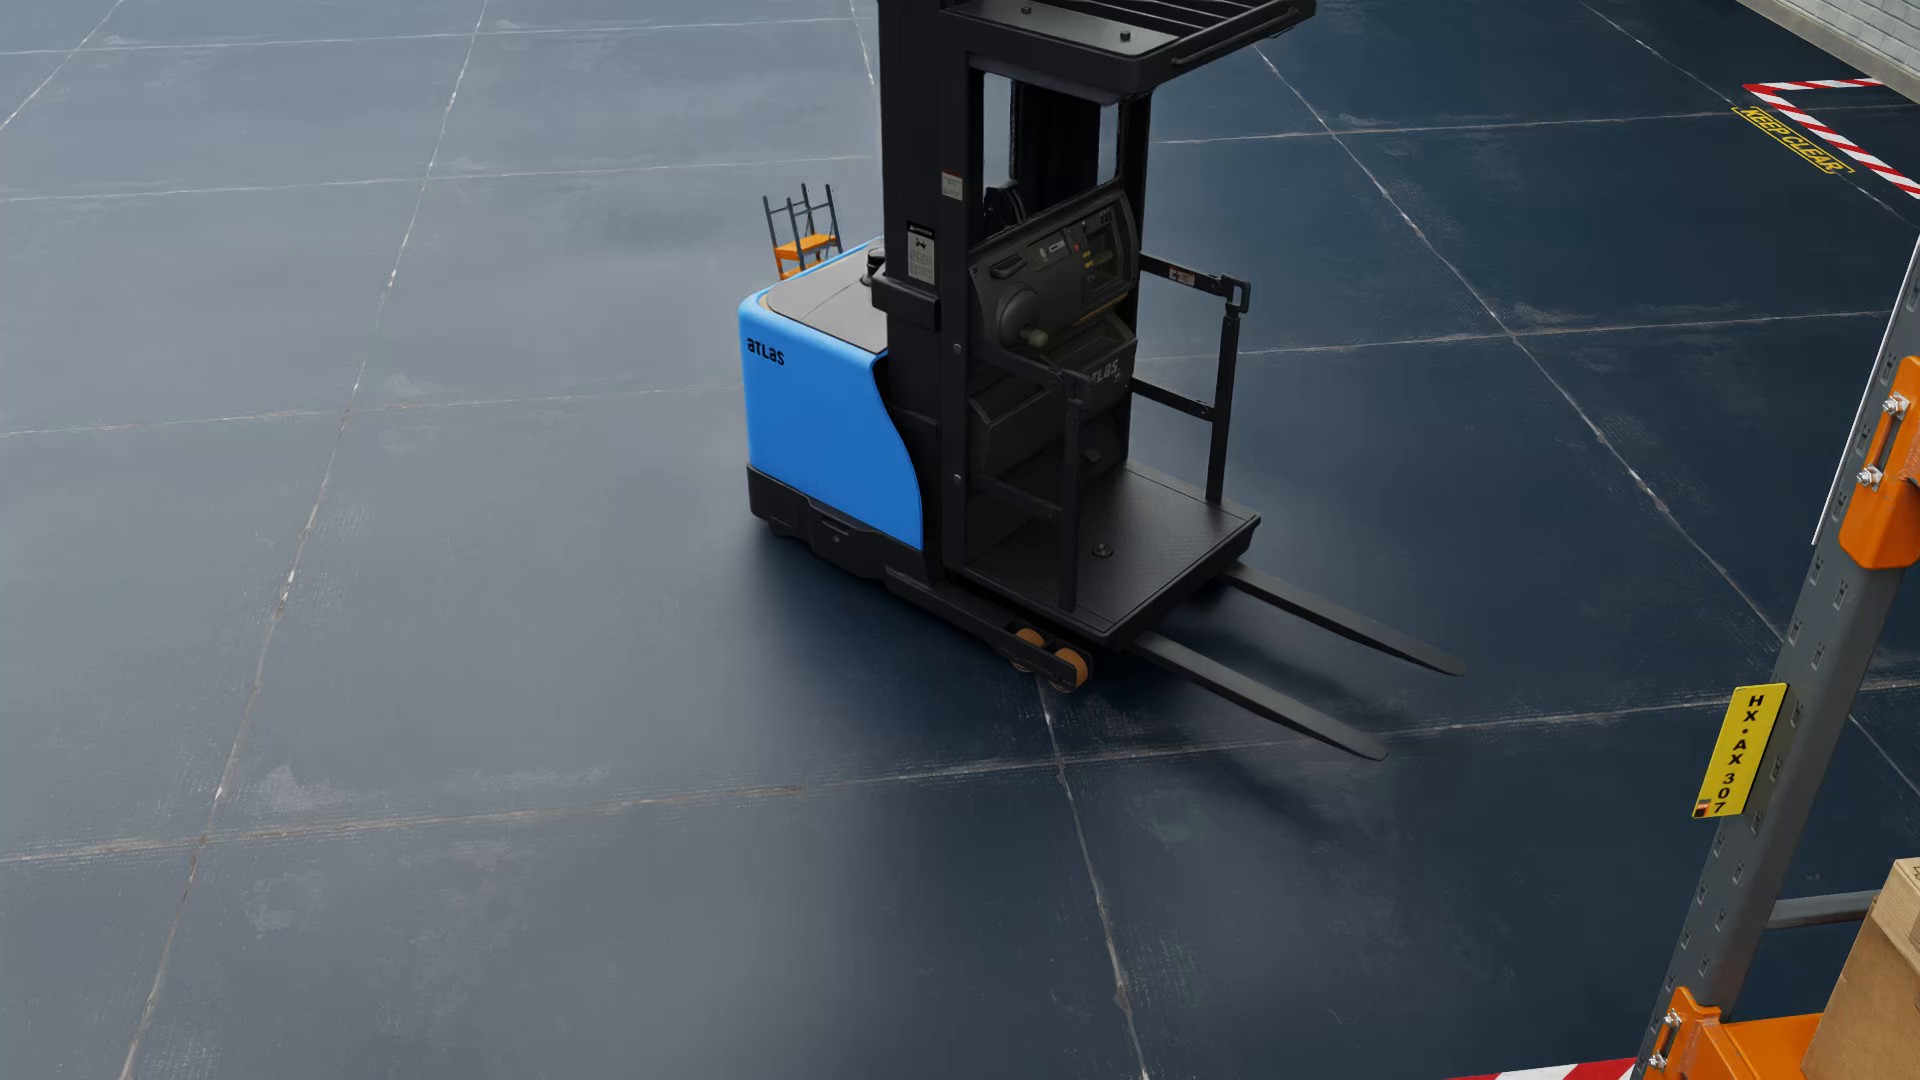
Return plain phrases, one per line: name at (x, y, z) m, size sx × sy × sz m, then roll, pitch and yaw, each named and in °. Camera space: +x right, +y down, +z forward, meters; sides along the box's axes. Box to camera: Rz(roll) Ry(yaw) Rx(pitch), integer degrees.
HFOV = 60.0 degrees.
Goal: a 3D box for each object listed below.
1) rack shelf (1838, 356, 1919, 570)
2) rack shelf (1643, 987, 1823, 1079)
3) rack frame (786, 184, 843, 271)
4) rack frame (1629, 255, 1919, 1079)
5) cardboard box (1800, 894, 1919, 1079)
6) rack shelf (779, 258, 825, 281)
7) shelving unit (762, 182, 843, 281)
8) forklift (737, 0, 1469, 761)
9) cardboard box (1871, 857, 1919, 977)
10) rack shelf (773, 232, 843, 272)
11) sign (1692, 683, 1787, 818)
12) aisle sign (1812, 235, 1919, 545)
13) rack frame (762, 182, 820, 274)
rack shelf at (2.297, 0.929, 1.199) m, size 1.077 × 0.370 × 4.000 m, roll -4°, pitch 35°, yaw -6°
rack shelf at (2.297, 2.168, 2.043) m, size 1.077 × 0.370 × 4.000 m, roll -4°, pitch 35°, yaw -6°
rack frame at (-0.573, -1.005, 7.610) m, size 0.240 × 1.200 × 0.006 m, roll -28°, pitch 29°, yaw -34°
rack frame at (2.031, 0.755, 3.479) m, size 0.949 × 2.616 × 0.053 m, roll -4°, pitch 35°, yaw -6°
cardboard box at (2.078, 0.975, 3.067) m, size 0.700 × 0.500 × 0.500 m, roll -4°, pitch 35°, yaw -6°
rack shelf at (-0.667, -1.199, 7.599) m, size 0.258 × 0.103 × 0.180 m, roll -28°, pitch 29°, yaw -34°
shelving unit at (-0.634, -1.023, 7.676) m, size 0.258 × 1.200 × 0.189 m, roll -28°, pitch 29°, yaw -34°
forklift at (0.520, -0.963, 6.060) m, size 3.031 × 2.935 × 1.130 m, roll 26°, pitch 42°, yaw 33°
cardboard box at (1.867, 0.681, 2.922) m, size 0.380 × 0.149 × 0.250 m, roll -5°, pitch 35°, yaw -7°
rack shelf at (-0.687, -1.308, 7.551) m, size 0.258 × 0.103 × 0.180 m, roll -28°, pitch 29°, yaw -34°
sign at (1.477, 0.403, 3.156) m, size 0.100 × 0.325 × 0.005 m, roll -4°, pitch 35°, yaw -6°
aisle sign at (1.715, -0.333, 2.766) m, size 0.394 × 0.787 × 0.004 m, roll -4°, pitch 35°, yaw -6°
rack frame at (-0.694, -1.041, 7.743) m, size 0.240 × 1.200 × 0.006 m, roll -28°, pitch 29°, yaw -34°
